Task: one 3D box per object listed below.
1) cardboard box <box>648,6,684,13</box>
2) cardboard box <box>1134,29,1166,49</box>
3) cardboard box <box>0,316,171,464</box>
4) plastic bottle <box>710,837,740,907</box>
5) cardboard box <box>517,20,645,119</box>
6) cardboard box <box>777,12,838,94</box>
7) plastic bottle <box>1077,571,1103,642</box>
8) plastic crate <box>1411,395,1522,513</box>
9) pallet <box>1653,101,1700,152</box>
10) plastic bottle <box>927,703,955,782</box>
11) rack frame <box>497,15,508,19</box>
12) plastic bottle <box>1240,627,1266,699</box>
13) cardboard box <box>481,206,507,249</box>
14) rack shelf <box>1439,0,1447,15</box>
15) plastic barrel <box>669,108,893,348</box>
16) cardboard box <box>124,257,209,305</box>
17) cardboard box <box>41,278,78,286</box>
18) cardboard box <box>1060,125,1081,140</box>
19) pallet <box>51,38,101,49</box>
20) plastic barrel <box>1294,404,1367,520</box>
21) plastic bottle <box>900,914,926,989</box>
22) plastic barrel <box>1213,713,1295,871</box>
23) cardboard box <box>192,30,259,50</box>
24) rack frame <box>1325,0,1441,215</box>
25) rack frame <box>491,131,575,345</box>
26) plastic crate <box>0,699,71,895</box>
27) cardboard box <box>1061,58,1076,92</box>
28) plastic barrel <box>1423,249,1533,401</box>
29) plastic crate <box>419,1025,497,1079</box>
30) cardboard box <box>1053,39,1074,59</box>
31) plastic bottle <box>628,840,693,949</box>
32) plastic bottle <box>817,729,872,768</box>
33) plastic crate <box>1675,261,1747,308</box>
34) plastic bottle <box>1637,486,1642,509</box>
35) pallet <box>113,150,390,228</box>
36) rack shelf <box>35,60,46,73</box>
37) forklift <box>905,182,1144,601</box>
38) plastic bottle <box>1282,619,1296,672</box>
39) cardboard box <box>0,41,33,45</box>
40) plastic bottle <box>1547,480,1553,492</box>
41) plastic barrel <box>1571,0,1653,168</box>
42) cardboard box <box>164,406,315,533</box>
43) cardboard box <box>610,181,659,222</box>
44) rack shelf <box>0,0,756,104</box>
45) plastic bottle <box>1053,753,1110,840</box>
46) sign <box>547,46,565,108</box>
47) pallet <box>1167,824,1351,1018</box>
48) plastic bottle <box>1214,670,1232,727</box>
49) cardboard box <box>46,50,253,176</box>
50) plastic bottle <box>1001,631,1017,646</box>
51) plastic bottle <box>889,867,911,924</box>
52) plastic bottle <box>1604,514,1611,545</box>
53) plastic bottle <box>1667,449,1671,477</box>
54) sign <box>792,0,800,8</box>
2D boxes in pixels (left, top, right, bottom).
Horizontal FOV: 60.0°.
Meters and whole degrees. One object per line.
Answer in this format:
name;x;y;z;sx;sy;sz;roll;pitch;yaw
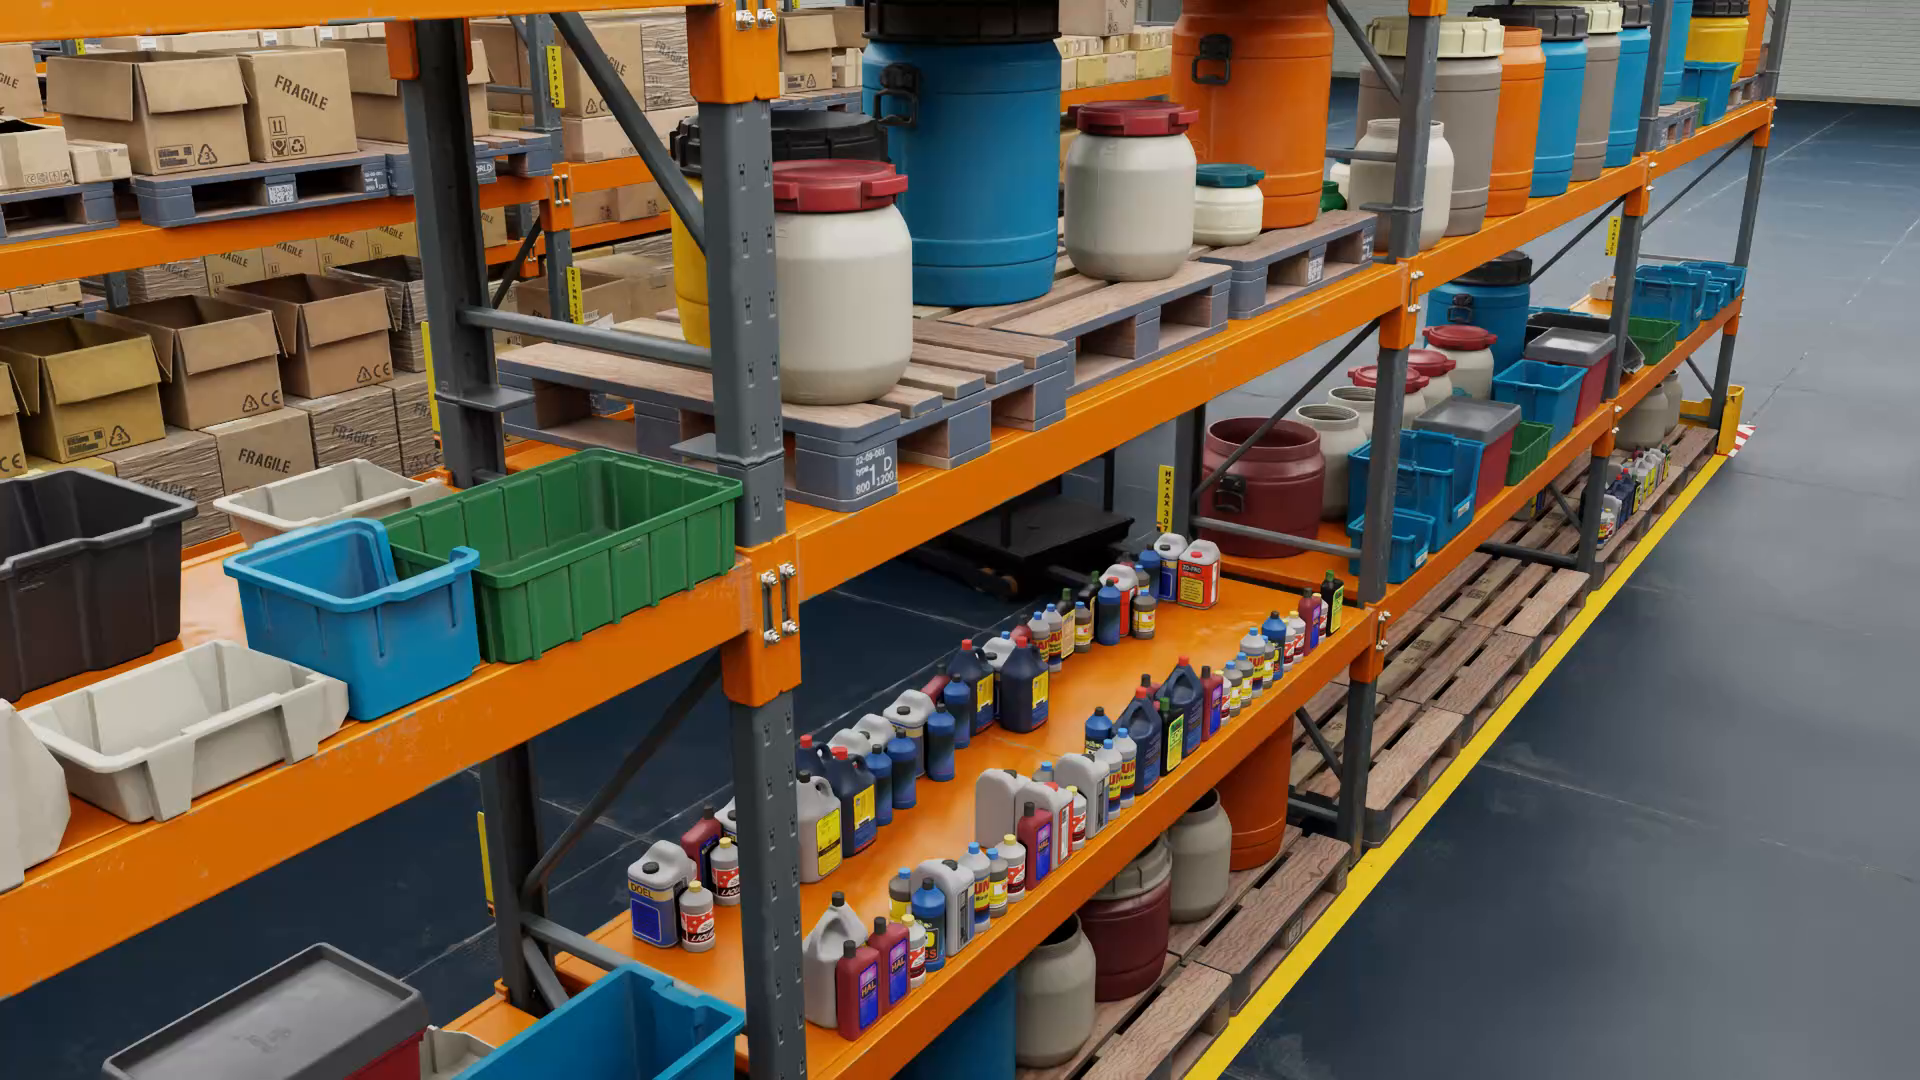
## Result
cardboard box;-3.116;-5.354;16.629;0.500;0.250;0.500;14;24;32
cardboard box;1.617;-4.495;14.912;0.380;0.149;0.250;12;23;30
cardboard box;-4.177;-0.718;7.792;0.797;0.503;0.637;14;24;32
plastic bottle;-0.706;0.997;5.033;0.097;0.201;0.097;0;20;0
cardboard box;-2.199;-2.742;9.665;0.500;0.500;0.500;14;24;32
cardboard box;-1.302;-3.383;11.508;0.797;0.503;0.637;14;25;34
plastic bottle;0.537;0.275;6.865;0.061;0.283;0.133;13;24;32
plastic crate;2.582;-0.437;8.530;0.402;0.464;0.583;13;24;32
pallet;3.994;-2.695;10.675;1.213;0.211;1.003;13;24;32
plastic bottle;-0.065;0.693;5.752;0.097;0.271;0.097;0;20;0
rack frame;-4.472;-5.926;14.816;1.000;3.000;0.127;13;24;32
plastic bottle;1.118;0.464;6.372;0.097;0.271;0.097;0;20;0
cardboard box;-4.545;-2.958;15.293;0.500;0.500;0.500;13;24;32
rack shelf;2.545;-2.865;8.154;1.077;0.370;4.000;13;24;32
plastic barrel;-0.483;-0.849;4.535;0.600;0.588;0.600;0;20;0
cardboard box;-6.245;-2.088;12.942;0.500;0.500;0.500;14;24;32
cardboard box;-6.622;-1.953;12.049;0.380;0.149;0.250;14;24;33
cardboard box;0.869;-3.284;14.305;0.500;0.500;0.500;13;24;32
pallet;-9.058;-5.211;17.477;1.213;0.211;1.003;13;24;32
plastic barrel;1.822;-0.392;8.340;0.421;0.512;0.421;0;20;0
plastic bottle;-0.144;1.141;4.643;0.097;0.201;0.097;0;20;0
plastic barrel;1.160;0.962;7.364;0.600;0.830;0.708;13;24;32
cardboard box;-5.850;-3.854;13.003;0.500;0.250;0.500;14;25;33
rack frame;1.421;-2.816;6.408;1.000;3.000;0.127;13;24;32
rack frame;-2.676;-0.969;10.060;1.000;3.000;0.127;13;24;32
plastic crate;-1.575;0.366;2.300;0.437;0.282;0.530;13;24;32
cardboard box;0.619;-3.825;13.675;0.500;0.250;0.500;12;24;30
plastic barrel;3.202;-1.334;10.325;0.600;0.901;0.708;13;24;32
plastic crate;-1.208;1.346;4.096;0.396;0.136;0.243;13;24;32
cardboard box;0.713;-4.055;13.720;0.380;0.149;0.250;13;24;31
plastic bottle;-0.874;1.027;4.844;0.152;0.276;0.135;13;24;32
plastic bottle;-0.385;0.777;5.518;0.152;0.276;0.135;13;24;32
plastic crate;5.884;-2.026;13.134;0.499;0.251;0.616;13;24;32
plastic bottle;4.751;-0.326;11.722;0.097;0.201;0.097;0;20;0
pallet;-3.620;-1.770;8.176;1.003;0.211;1.213;15;25;34
rack shelf;-9.747;-4.545;16.441;1.077;0.370;4.000;13;24;32
forklift;0.461;-1.181;10.733;1.130;2.935;3.031;-18;27;-41
plastic bottle;1.282;0.413;6.610;0.097;0.201;0.097;0;20;0
cardboard box;-6.733;-3.611;11.632;0.396;0.266;0.258;13;24;32
plastic bottle;4.265;-0.497;12.066;0.061;0.283;0.133;13;24;32
plastic barrel;3.563;-2.604;9.435;0.600;0.901;0.708;13;24;32
cardboard box;-3.609;-0.388;8.347;0.500;0.500;0.500;14;24;33
cardboard box;-3.583;-3.585;16.918;0.875;0.550;0.550;13;24;32
rack shelf;-1.952;-0.570;1.948;1.077;0.370;4.000;13;24;32
plastic bottle;0.398;0.812;5.424;0.152;0.276;0.135;13;24;32
sign;-2.221;-2.545;9.137;0.100;0.325;0.005;13;24;32
pallet;1.012;1.539;7.299;1.003;0.211;1.213;13;24;32
plastic bottle;0.953;0.581;6.157;0.097;0.201;0.097;0;20;0
cardboard box;-3.806;-2.031;7.853;0.797;0.503;0.637;13;24;31
plastic bottle;0.173;0.478;6.335;0.097;0.271;0.097;0;20;0
plastic bottle;-0.160;1.056;4.874;0.097;0.201;0.097;0;20;0
plastic bottle;4.268;-0.079;11.056;0.097;0.201;0.097;0;20;0
plastic bottle;5.248;-0.580;12.408;0.097;0.201;0.097;0;20;0
sign;-1.783;-5.936;18.002;0.100;0.325;0.005;13;24;32
